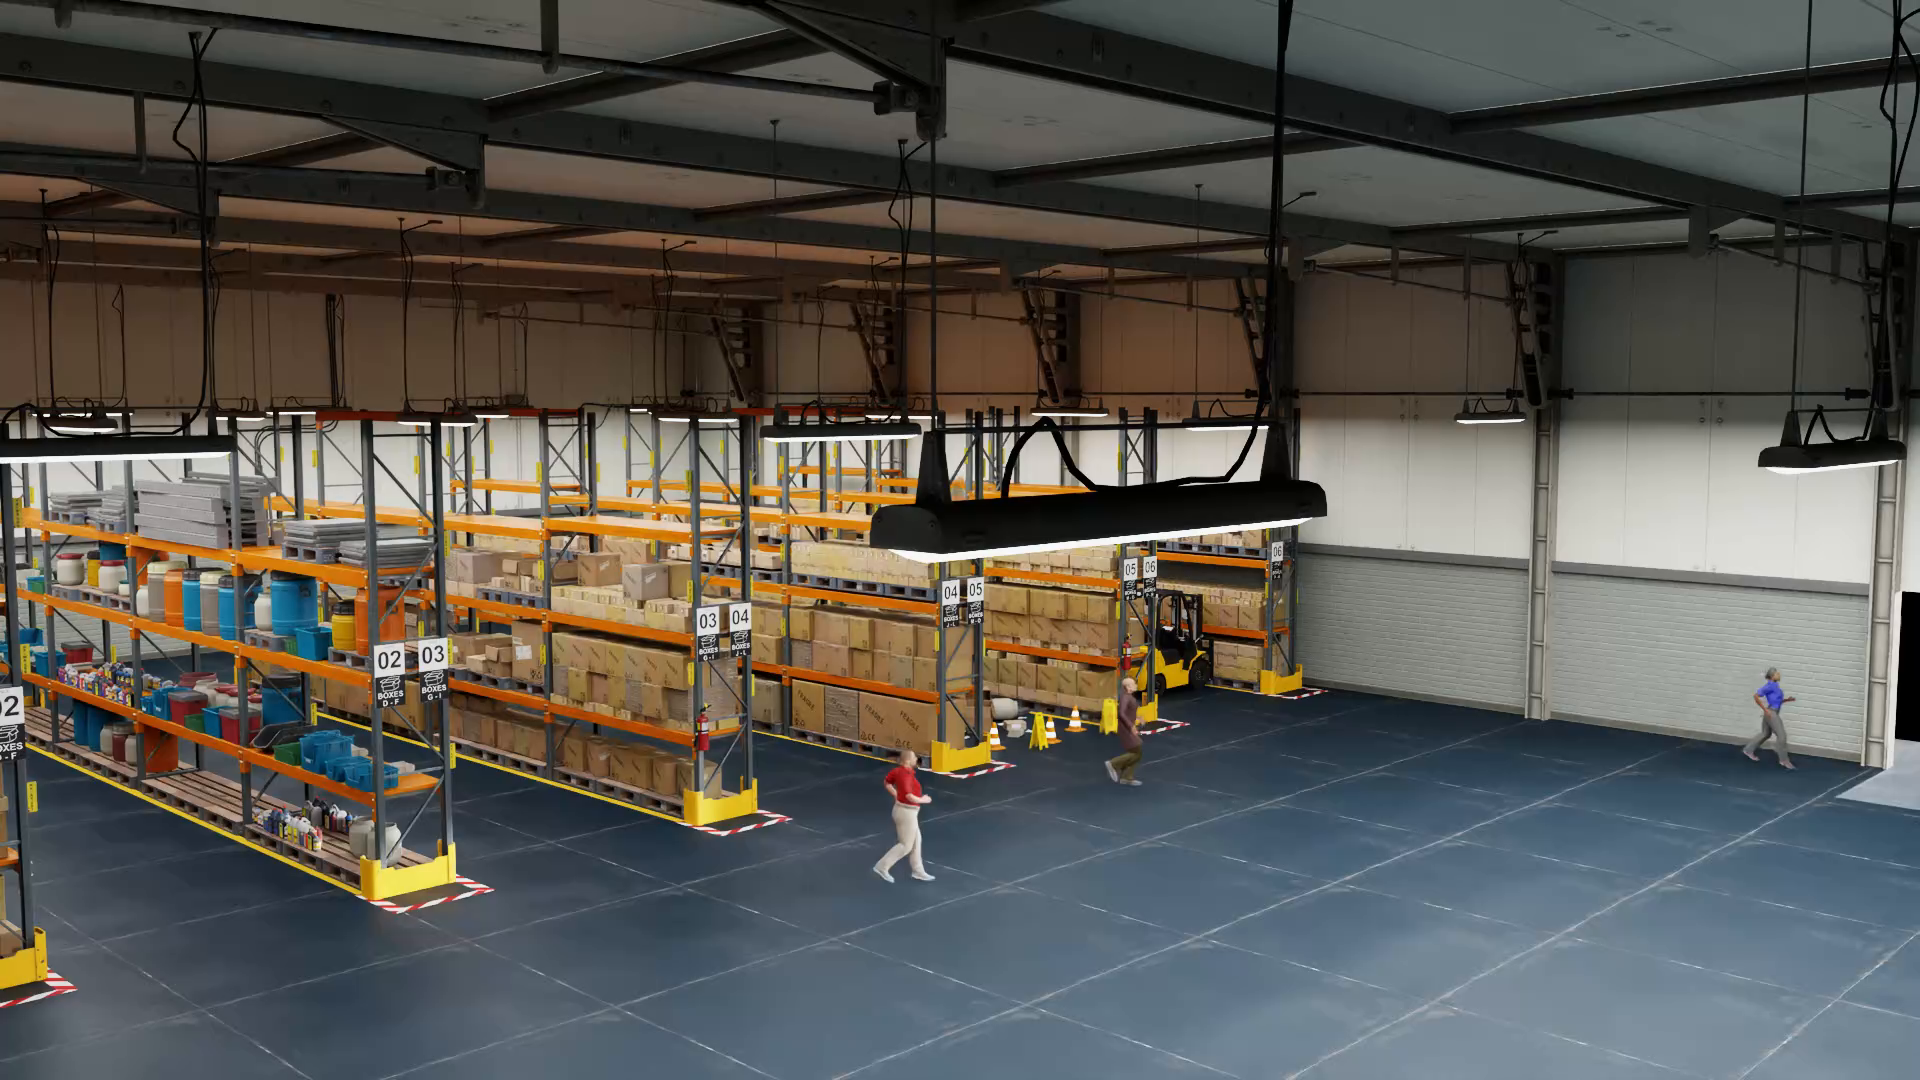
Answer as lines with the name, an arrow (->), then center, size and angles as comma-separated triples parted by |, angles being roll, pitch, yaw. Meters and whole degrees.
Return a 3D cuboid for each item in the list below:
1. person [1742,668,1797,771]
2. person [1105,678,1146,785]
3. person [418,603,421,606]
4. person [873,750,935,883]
person -> 13.715, 3.001, 28.124 | 0.869, 1.687, 0.559 | 3, 6, 31
person -> 2.679, 3.110, 26.862 | 0.685, 1.713, 0.704 | 0, 5, 1
person -> -12.126, 2.209, 37.411 | 0.544, 1.610, 0.781 | -3, 6, -28
person -> -0.727, 3.578, 21.442 | 0.867, 1.751, 0.686 | -2, 5, -17
